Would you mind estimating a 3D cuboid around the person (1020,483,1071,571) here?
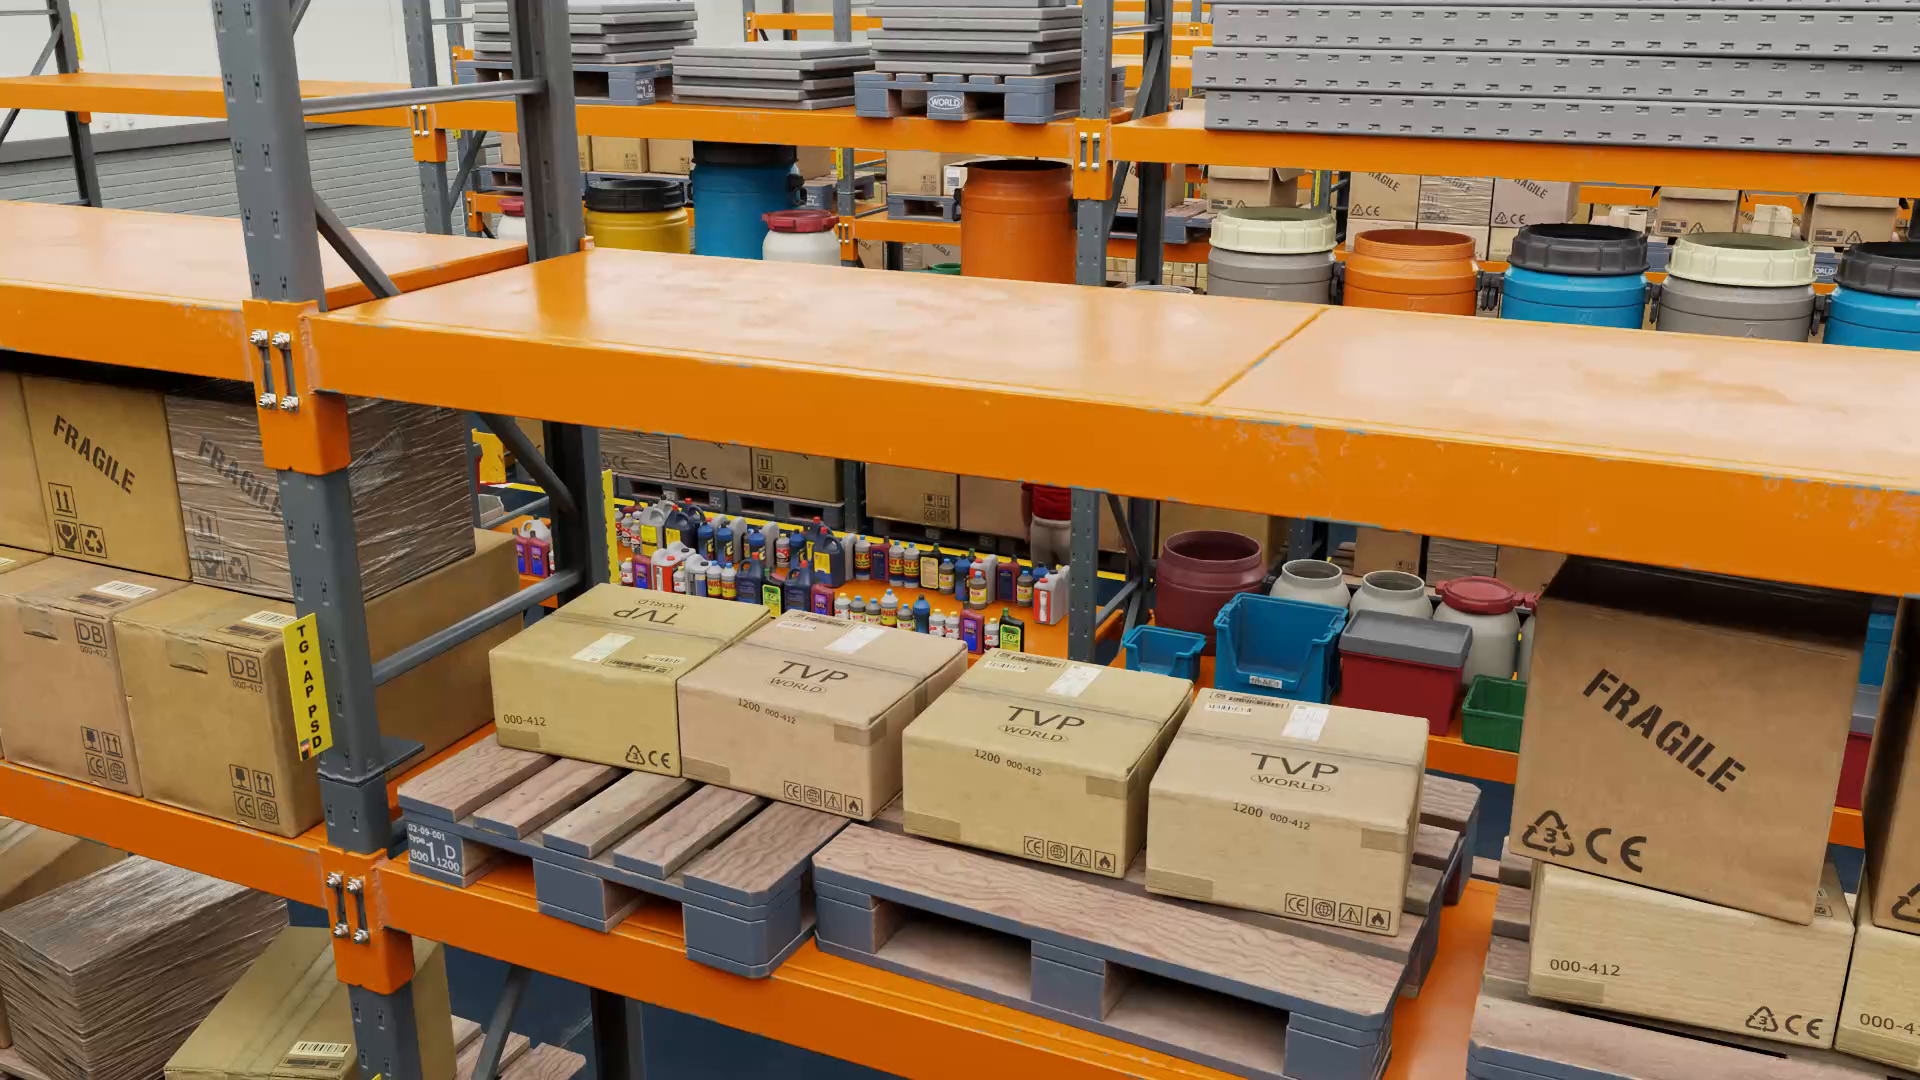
[{"bbox_3d":[0.732,-0.050,12.231,0.580,1.726,0.394,8,20,21],"label":"person"}]
